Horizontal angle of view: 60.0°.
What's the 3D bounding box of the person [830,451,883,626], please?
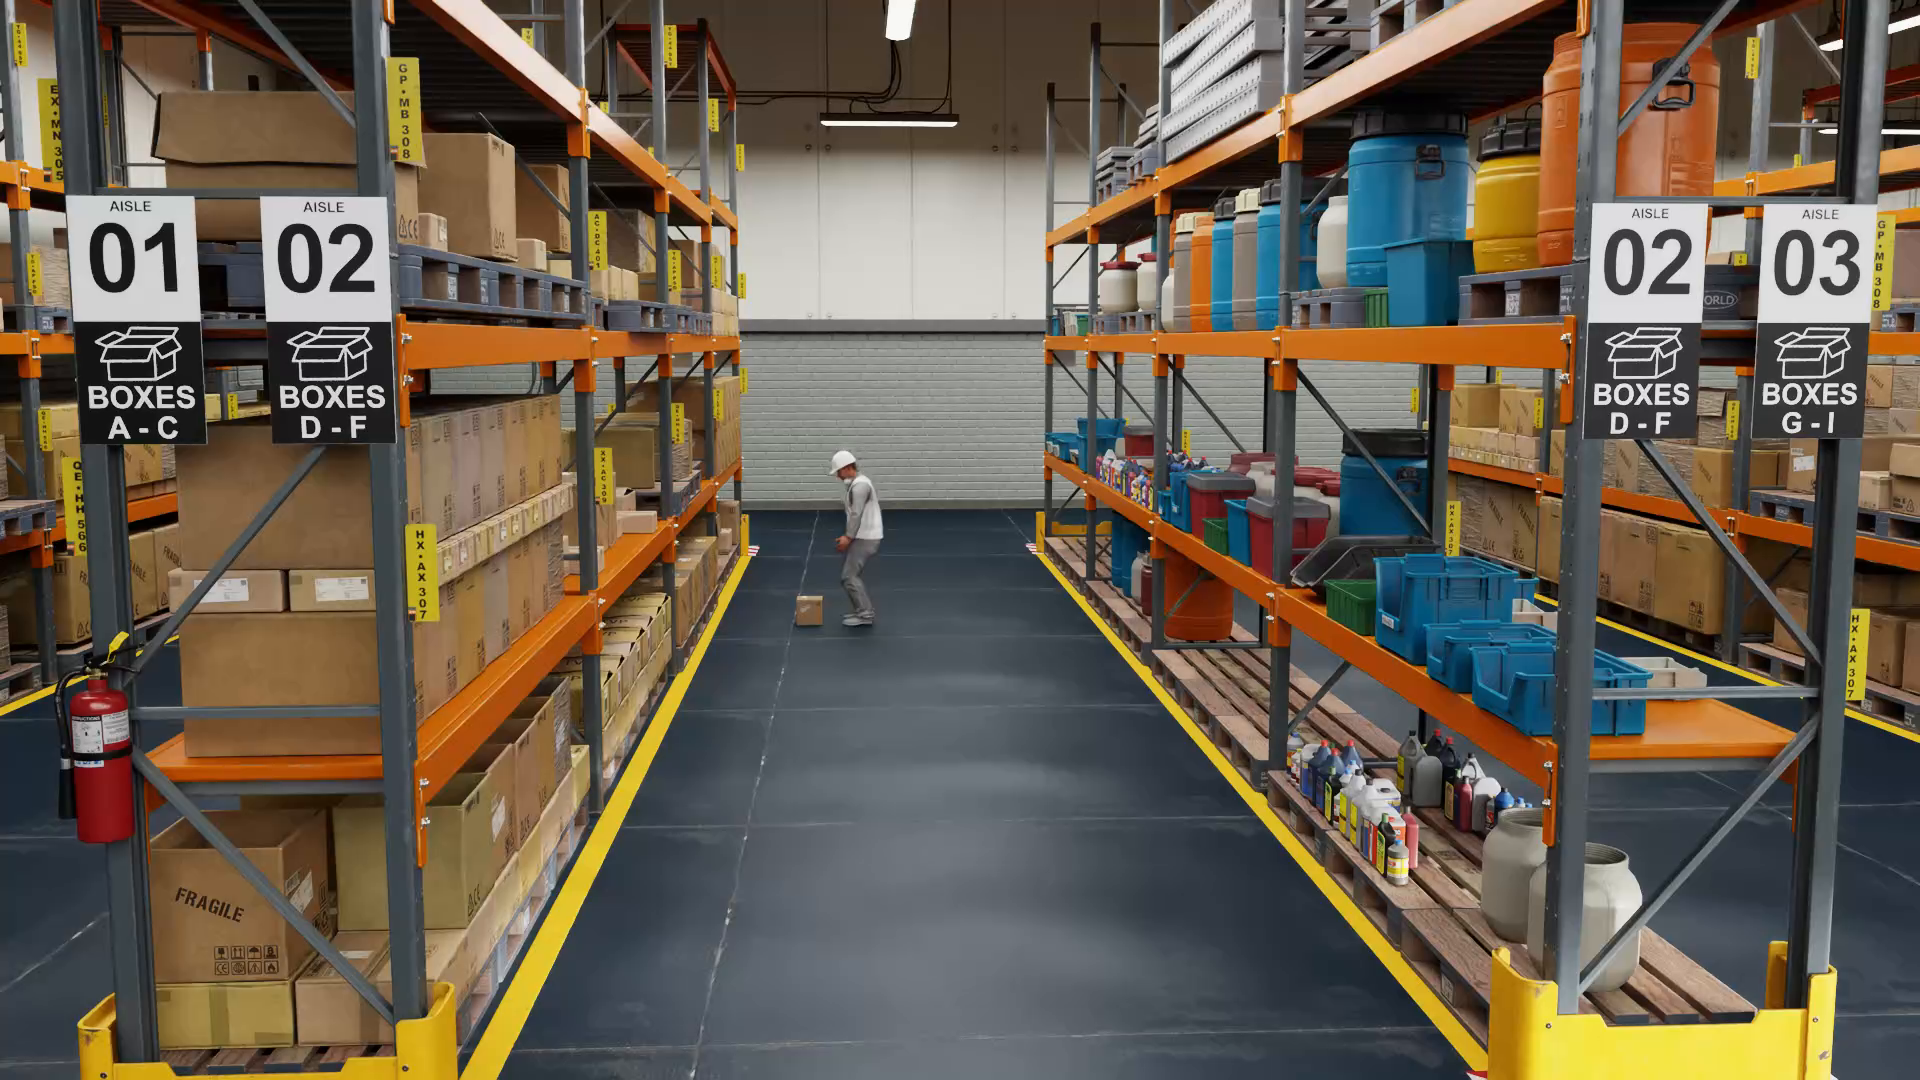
[{"bbox_3d":[-1.006,-0.022,16.183,0.516,1.695,0.567,0,7,-2],"label":"person"}]
